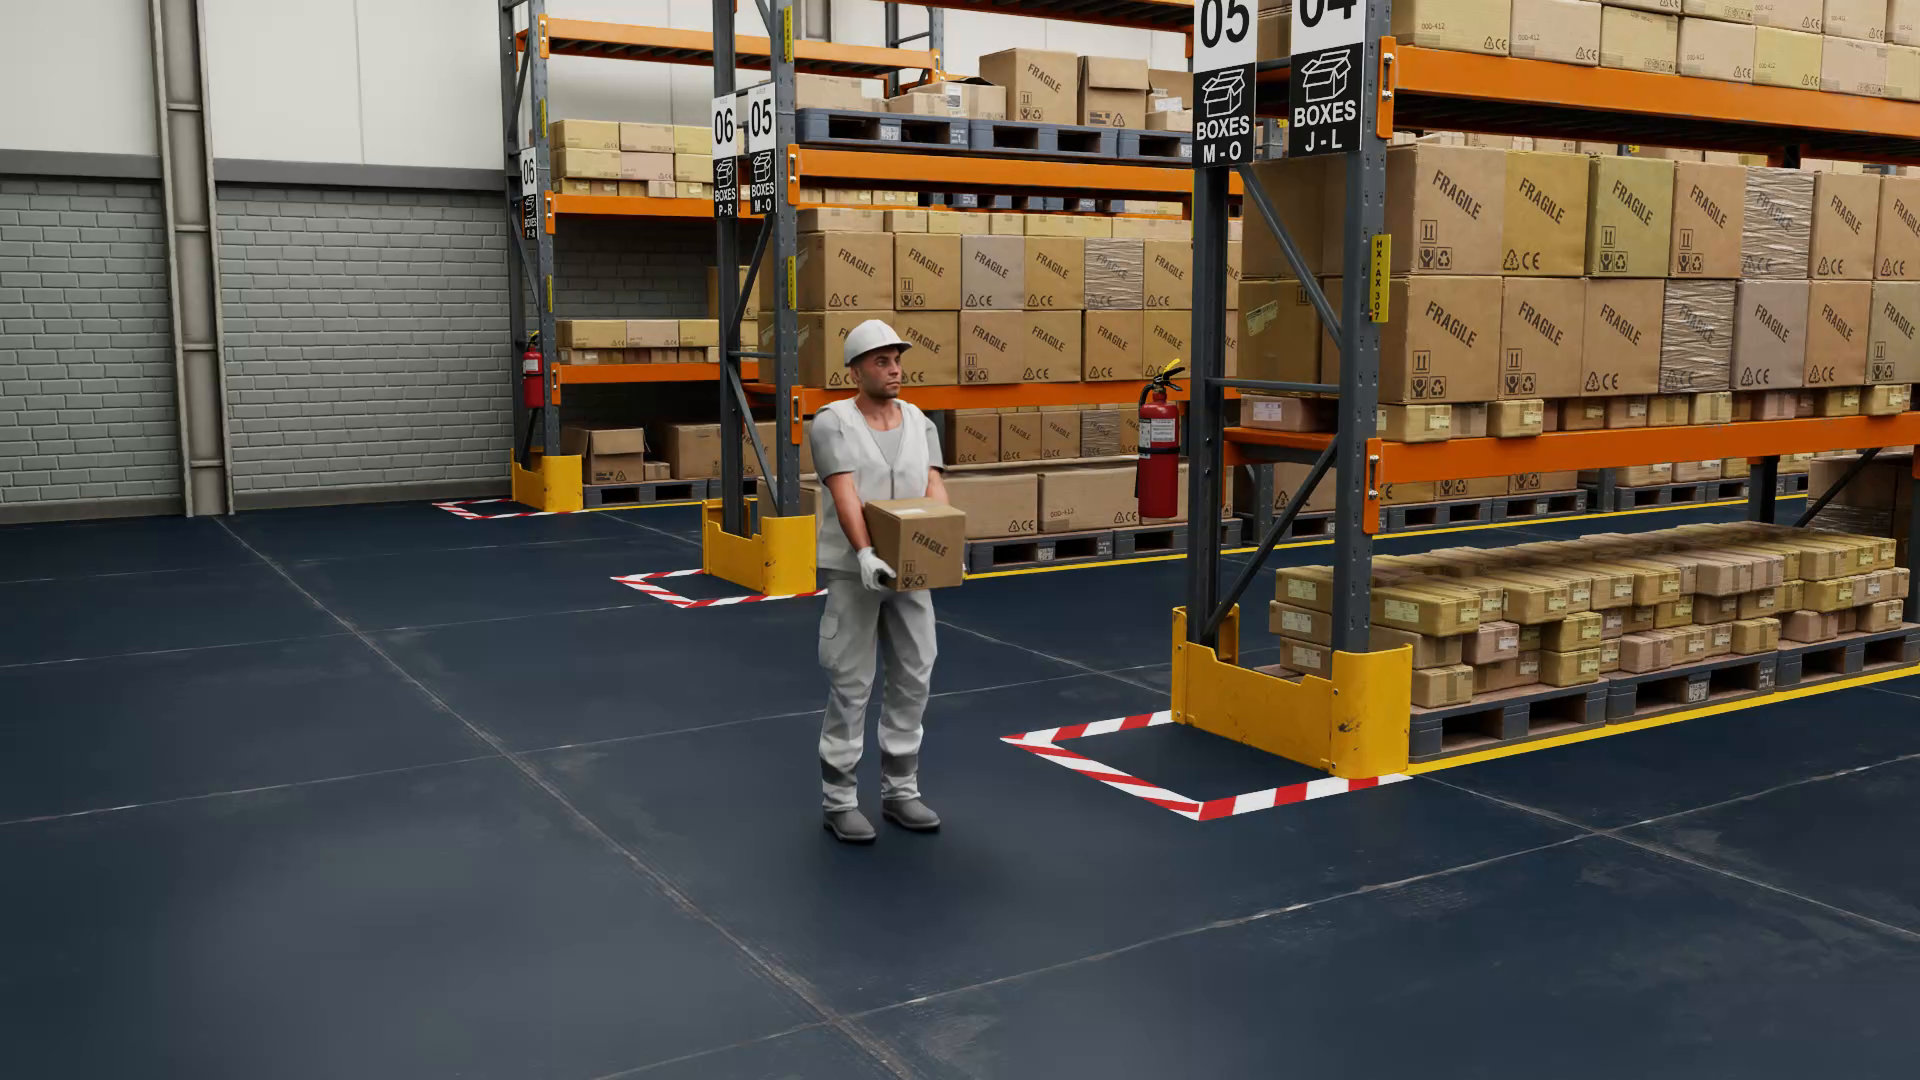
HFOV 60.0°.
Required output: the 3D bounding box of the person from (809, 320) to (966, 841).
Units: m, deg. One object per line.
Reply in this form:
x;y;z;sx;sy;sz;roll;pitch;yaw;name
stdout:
-0.229;0.144;5.719;0.495;1.786;0.558;-5;9;-31;person
